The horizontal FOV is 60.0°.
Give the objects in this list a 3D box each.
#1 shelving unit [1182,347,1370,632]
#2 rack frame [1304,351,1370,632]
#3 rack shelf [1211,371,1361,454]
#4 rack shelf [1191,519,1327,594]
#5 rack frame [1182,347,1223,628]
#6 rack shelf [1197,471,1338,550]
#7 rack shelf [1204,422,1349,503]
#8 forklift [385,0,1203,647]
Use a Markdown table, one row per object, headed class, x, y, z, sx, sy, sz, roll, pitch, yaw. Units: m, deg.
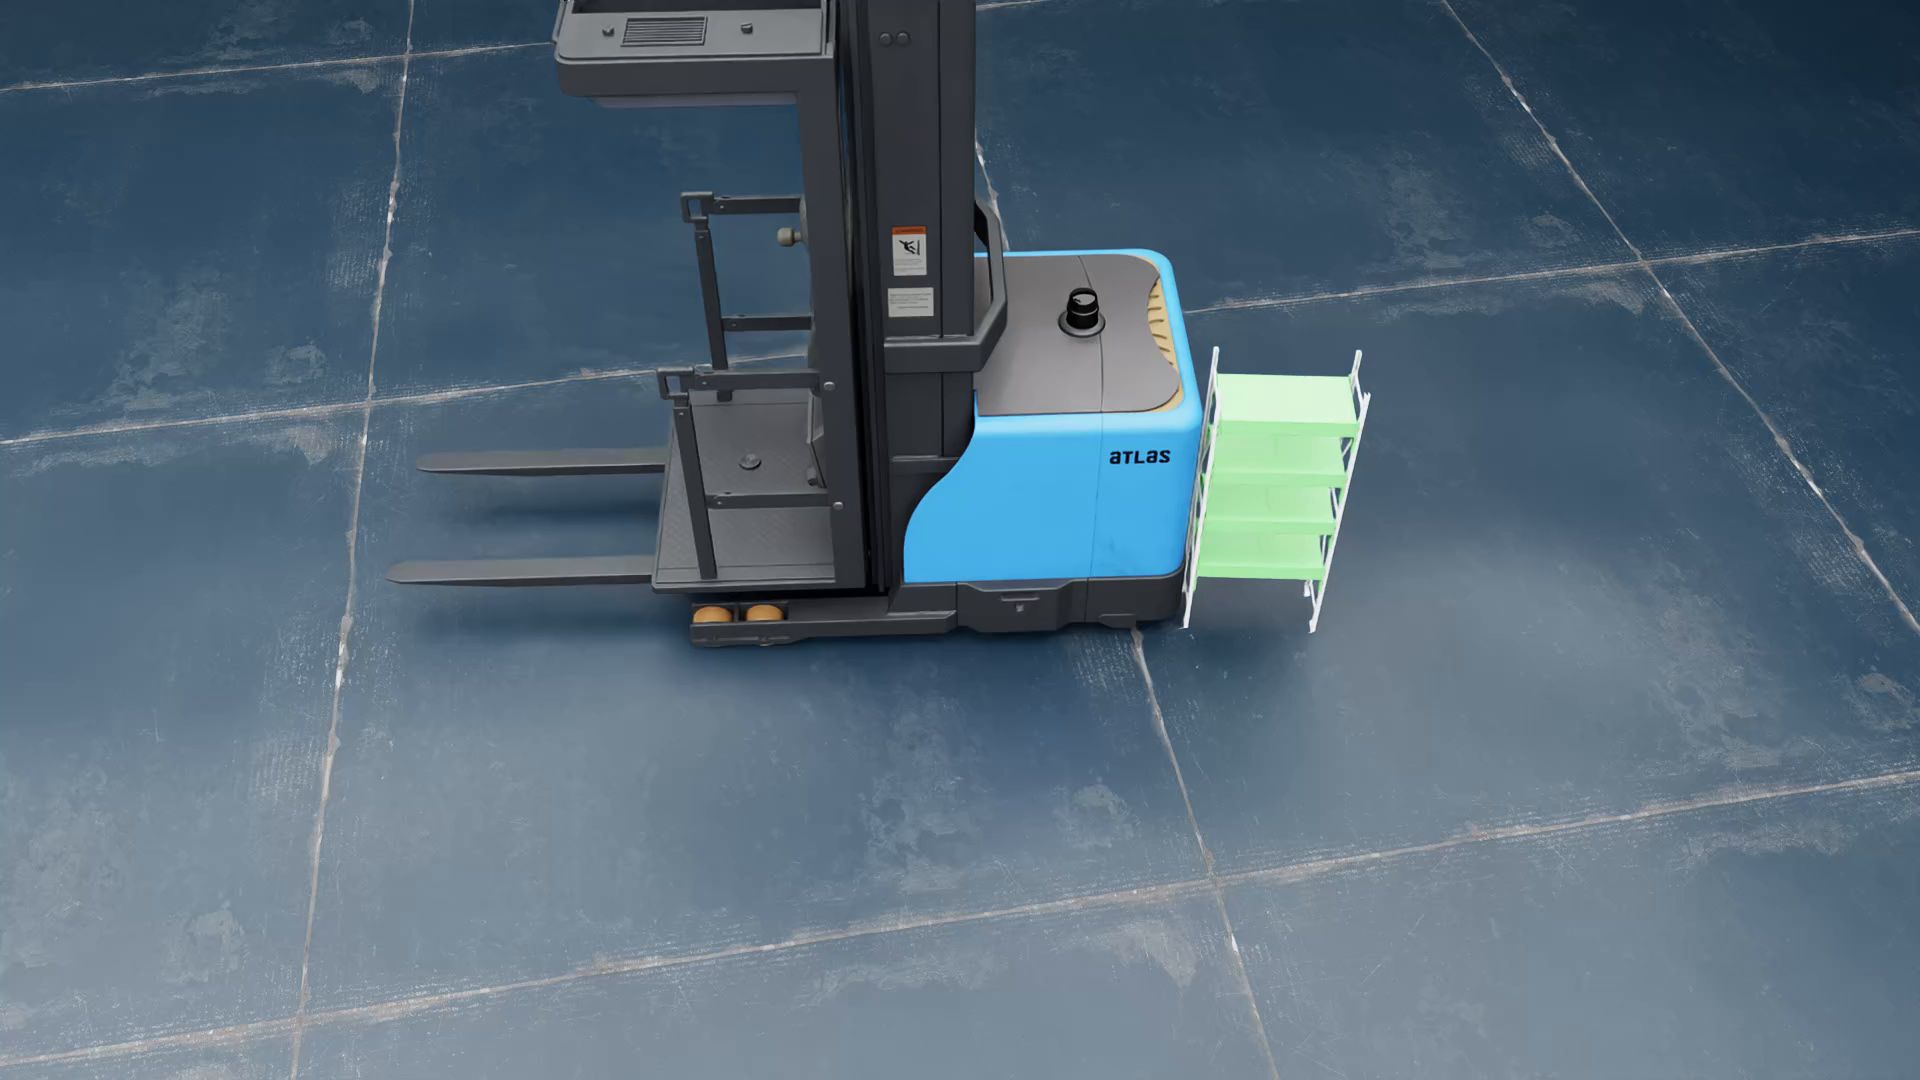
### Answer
| class | x | y | z | sx | sy | sz | roll | pitch | yaw |
| --- | --- | --- | --- | --- | --- | --- | --- | --- | --- |
| shelving unit | 1.120 | -0.155 | 6.065 | 0.503 | 1.200 | 0.258 | 2 | 46 | 1 |
| rack frame | 1.364 | -0.148 | 6.059 | 0.015 | 1.200 | 0.240 | 2 | 46 | 1 |
| rack shelf | 1.121 | -0.443 | 5.766 | 0.480 | 0.148 | 0.258 | 2 | 46 | 1 |
| rack shelf | 1.120 | 0.056 | 6.284 | 0.480 | 0.148 | 0.258 | 2 | 46 | 1 |
| rack frame | 0.876 | -0.161 | 6.072 | 0.015 | 1.200 | 0.240 | 2 | 46 | 1 |
| rack shelf | 1.120 | -0.110 | 6.111 | 0.480 | 0.148 | 0.258 | 2 | 46 | 1 |
| rack shelf | 1.121 | -0.277 | 5.939 | 0.480 | 0.148 | 0.258 | 2 | 46 | 1 |
| forklift | -0.679 | -0.998 | 5.676 | 3.031 | 2.935 | 1.130 | -2 | 46 | -2 |
